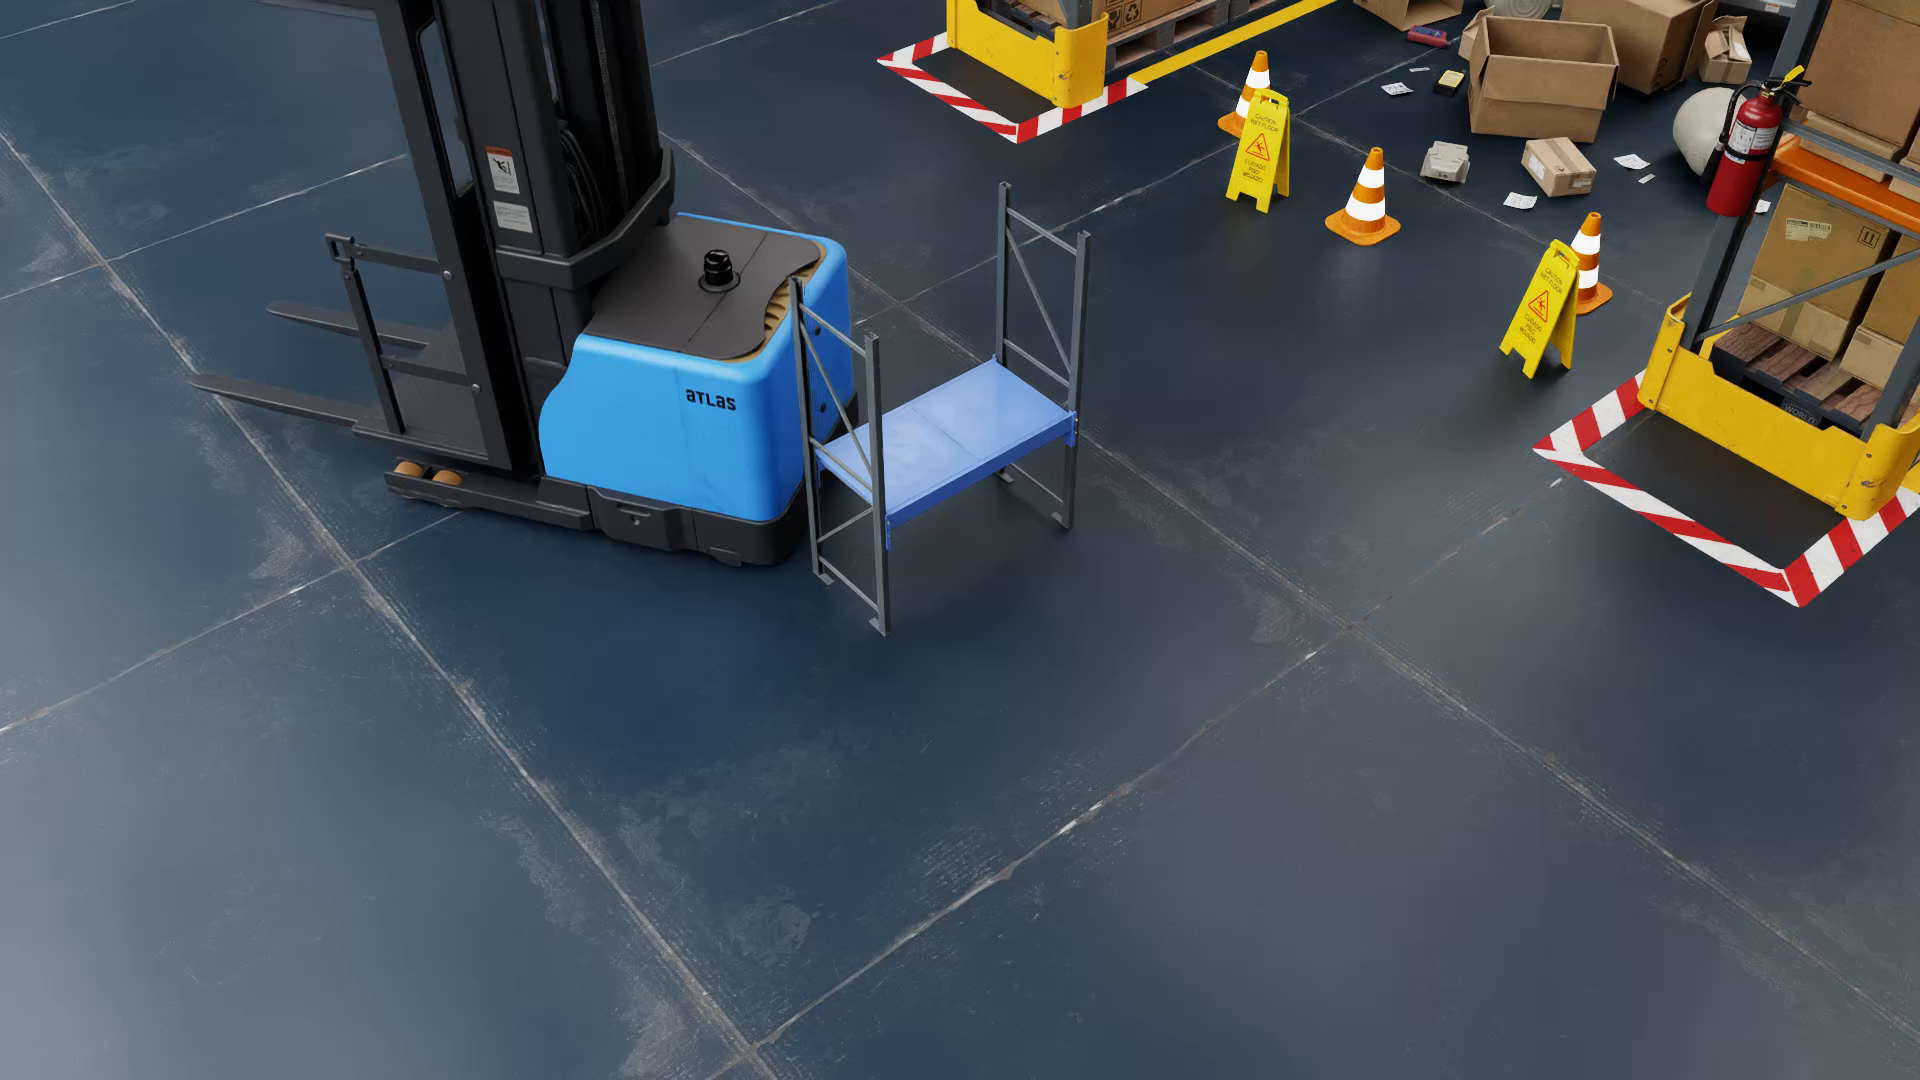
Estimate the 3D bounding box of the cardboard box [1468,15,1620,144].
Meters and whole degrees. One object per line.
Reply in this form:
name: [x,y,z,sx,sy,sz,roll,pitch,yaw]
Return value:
cardboard box: [3.391,-2.700,9.758,0.797,0.503,0.637,7,44,7]

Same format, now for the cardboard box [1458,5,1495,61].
cardboard box: [3.346,-3.102,10.359,0.258,0.266,0.396,-21,47,-21]

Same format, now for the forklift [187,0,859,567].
forklift: [-2.041,-1.544,6.753,3.031,2.935,1.130,12,45,13]

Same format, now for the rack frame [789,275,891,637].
rack frame: [-0.455,-0.286,6.459,0.032,1.500,0.500,-30,51,-28]

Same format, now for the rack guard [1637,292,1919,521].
rack guard: [3.726,-0.632,7.557,0.348,0.500,1.175,-30,51,-28]

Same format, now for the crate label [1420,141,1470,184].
crate label: [2.760,-2.144,9.432,0.250,0.136,0.298,14,45,15]

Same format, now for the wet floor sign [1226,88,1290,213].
wet floor sign: [1.662,-2.154,9.072,0.267,0.644,0.232,30,51,28]

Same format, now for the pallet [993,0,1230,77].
pallet: [0.977,-3.440,10.759,1.213,0.211,1.003,-30,51,-28]

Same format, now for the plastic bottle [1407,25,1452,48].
plastic bottle: [3.014,-3.212,10.625,0.283,0.061,0.133,22,47,21]

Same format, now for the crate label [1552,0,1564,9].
crate label: [3.997,-3.643,11.029,0.298,0.136,0.250,7,44,7]

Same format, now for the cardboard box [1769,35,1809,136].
cardboard box: [5.041,-2.600,9.651,0.500,0.500,0.500,0,43,0]

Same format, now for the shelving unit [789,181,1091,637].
shelving unit: [-0.065,-0.509,6.697,1.048,1.500,0.538,-30,51,-28]

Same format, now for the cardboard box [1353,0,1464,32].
cardboard box: [2.950,-3.690,10.812,0.500,0.500,0.500,-21,47,-21]

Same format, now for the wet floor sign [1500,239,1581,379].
wet floor sign: [2.835,-1.130,7.981,0.232,0.644,0.267,-14,45,-14]

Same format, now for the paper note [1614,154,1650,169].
paper note: [3.863,-2.178,9.555,0.142,0.019,0.148,-14,45,-14]

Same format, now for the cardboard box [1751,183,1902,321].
cardboard box: [4.115,-1.422,7.727,0.500,0.500,0.500,-29,51,-28]

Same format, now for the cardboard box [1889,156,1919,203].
cardboard box: [4.061,-1.458,6.795,0.250,0.149,0.380,-30,51,-28]

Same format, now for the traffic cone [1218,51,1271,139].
traffic cone: [1.733,-2.627,9.709,0.334,0.463,0.336,-30,51,-28]

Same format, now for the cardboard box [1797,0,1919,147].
cardboard box: [3.907,-2.037,6.938,0.500,0.500,0.500,-31,51,-29]

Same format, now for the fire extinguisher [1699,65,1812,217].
fire extinguisher: [3.284,-1.673,6.897,0.183,0.674,0.296,-30,51,-28]

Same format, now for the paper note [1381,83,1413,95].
paper note: [2.674,-2.760,10.168,0.142,0.017,0.144,-14,45,-14]

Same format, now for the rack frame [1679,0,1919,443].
rack frame: [3.668,-1.509,6.666,0.127,3.000,1.000,-30,51,-28]

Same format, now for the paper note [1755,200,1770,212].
paper note: [4.405,-1.862,9.210,0.142,0.019,0.148,22,47,21]

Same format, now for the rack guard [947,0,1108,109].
rack guard: [0.396,-3.143,10.231,0.348,0.500,1.175,-30,51,-28]

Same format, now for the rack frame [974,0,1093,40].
rack frame: [0.414,-4.064,9.386,0.127,3.000,1.000,-30,51,-28]

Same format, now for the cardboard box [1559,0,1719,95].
cardboard box: [4.103,-3.165,10.153,0.503,0.637,0.797,-30,51,-28]

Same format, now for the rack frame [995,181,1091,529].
rack frame: [0.325,-0.732,6.934,0.032,1.500,0.500,-30,51,-28]

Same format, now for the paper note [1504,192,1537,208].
paper note: [3.116,-1.888,9.237,0.148,0.019,0.142,22,47,21]

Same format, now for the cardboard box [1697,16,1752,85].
cardboard box: [4.734,-3.039,10.292,0.258,0.266,0.396,7,44,7]

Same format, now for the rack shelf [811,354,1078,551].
rack shelf: [-0.065,-0.378,6.820,1.000,0.185,0.538,-30,51,-28]

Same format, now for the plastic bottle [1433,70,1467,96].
plastic bottle: [3.015,-2.821,10.209,0.133,0.061,0.283,22,47,21]

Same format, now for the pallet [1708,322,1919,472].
pallet: [4.372,-0.865,8.016,1.213,0.211,1.003,-30,51,-28]

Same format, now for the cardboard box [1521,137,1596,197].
cardboard box: [3.376,-2.106,9.384,0.250,0.149,0.380,-7,44,-7]

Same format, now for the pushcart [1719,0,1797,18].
pushcart: [5.235,-3.486,10.686,1.648,0.377,0.936,22,47,21]

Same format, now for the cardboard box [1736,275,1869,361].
cardboard box: [4.133,-1.167,8.003,0.500,0.250,0.500,-30,51,-28]

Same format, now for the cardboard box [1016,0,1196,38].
cardboard box: [0.892,-3.775,10.324,0.875,0.875,0.875,-29,51,-28]

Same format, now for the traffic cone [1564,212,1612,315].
traffic cone: [3.170,-1.451,8.457,0.334,0.463,0.336,-30,51,-28]

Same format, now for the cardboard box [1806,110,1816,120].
cardboard box: [3.940,-1.864,7.227,0.250,0.149,0.380,-30,51,-28]

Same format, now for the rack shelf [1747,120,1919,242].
rack shelf: [5.202,-2.126,7.848,4.000,0.370,1.077,-30,51,-28]

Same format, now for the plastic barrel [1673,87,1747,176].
plastic barrel: [4.281,-2.272,9.360,0.421,0.421,0.512,0,43,0]

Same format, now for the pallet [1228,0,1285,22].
pallet: [1.913,-3.973,11.326,1.213,0.211,1.003,-30,51,-28]

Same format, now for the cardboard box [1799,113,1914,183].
cardboard box: [3.817,-1.694,7.046,0.250,0.149,0.380,-28,50,-27]

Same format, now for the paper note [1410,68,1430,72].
paper note: [2.866,-2.932,10.365,0.123,0.001,0.032,-7,44,-7]

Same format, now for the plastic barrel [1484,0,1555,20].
plastic barrel: [3.596,-3.578,10.751,0.421,0.421,0.512,0,43,0]

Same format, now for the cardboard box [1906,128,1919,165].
cardboard box: [4.209,-1.717,6.596,0.500,0.500,0.500,-31,51,-28]

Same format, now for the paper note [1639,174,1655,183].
paper note: [3.894,-2.048,9.424,0.123,0.001,0.032,-30,51,-28]

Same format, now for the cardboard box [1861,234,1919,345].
cardboard box: [4.482,-1.153,7.441,0.500,0.500,0.500,-32,52,-29]

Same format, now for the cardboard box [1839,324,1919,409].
cardboard box: [4.464,-0.869,7.686,0.500,0.250,0.500,-30,51,-28]

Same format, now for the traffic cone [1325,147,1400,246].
traffic cone: [2.197,-1.884,8.918,0.334,0.463,0.336,-30,51,-28]
